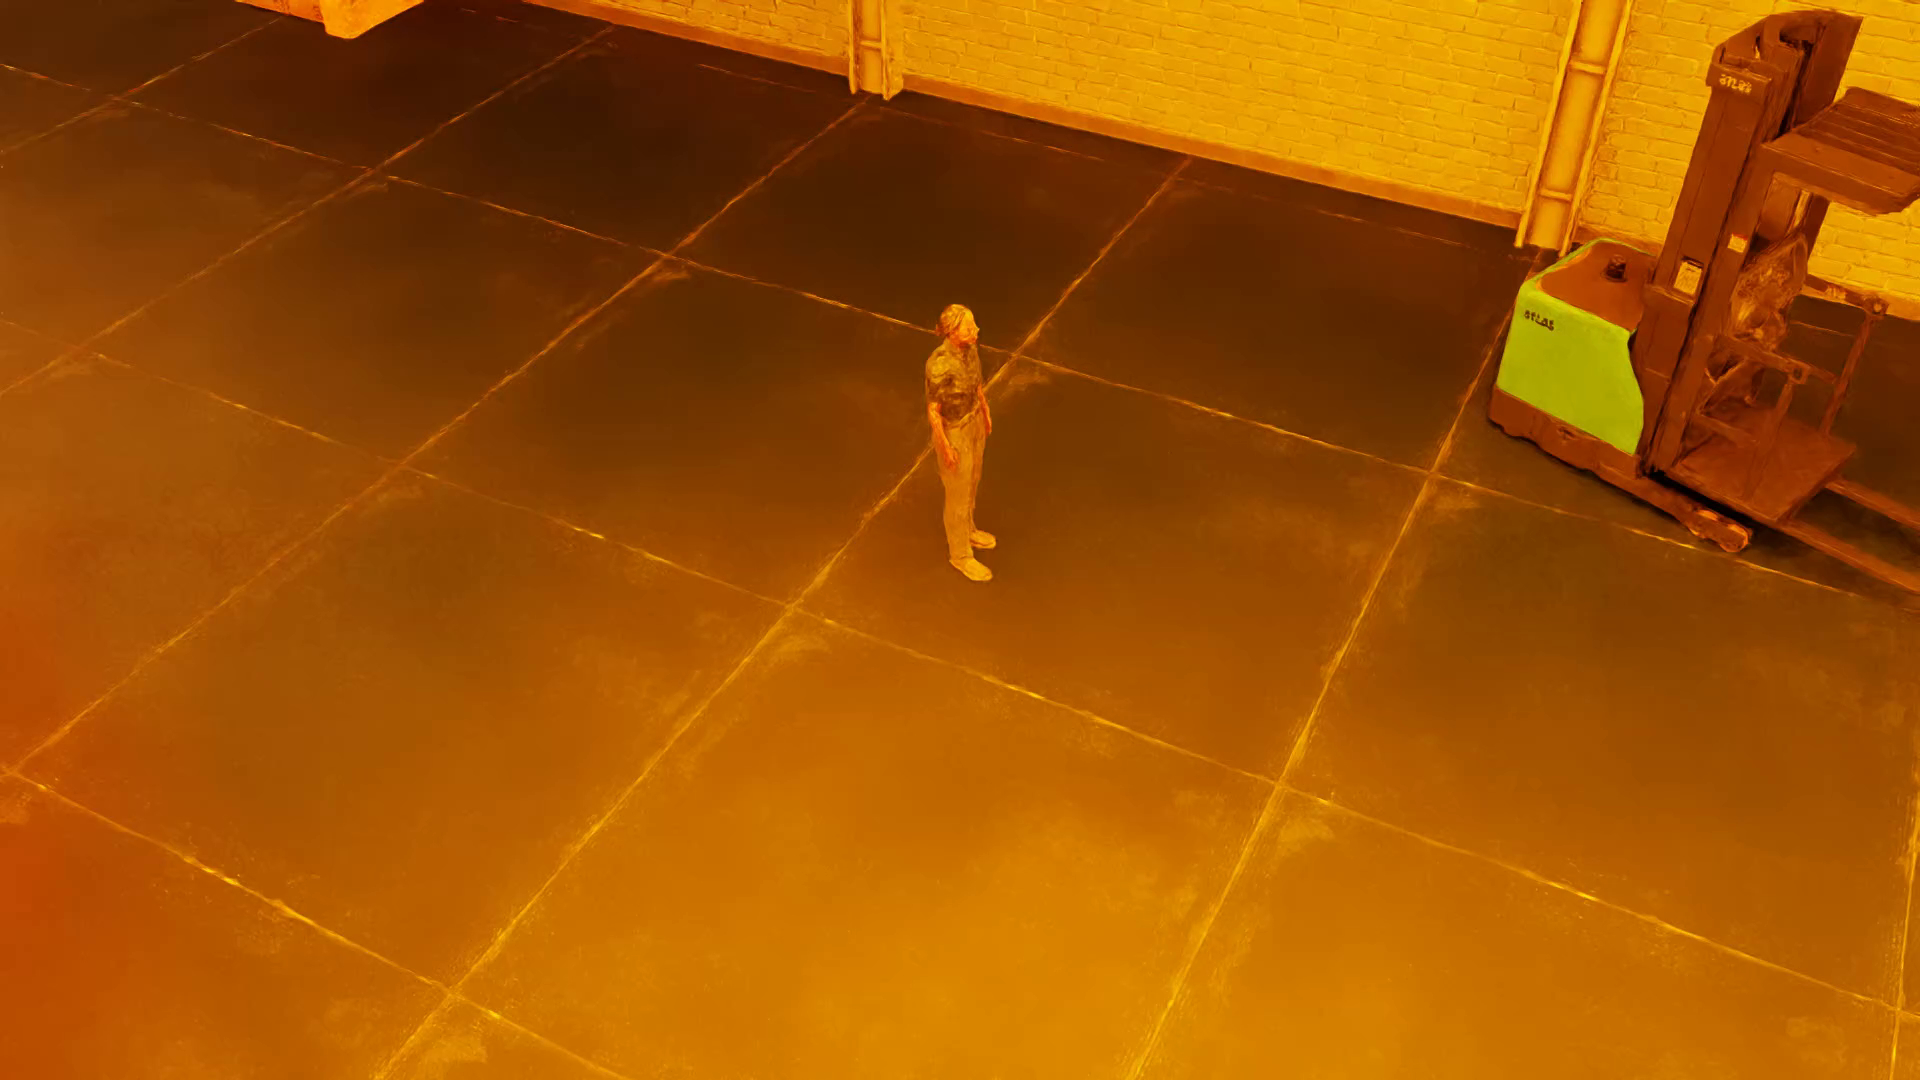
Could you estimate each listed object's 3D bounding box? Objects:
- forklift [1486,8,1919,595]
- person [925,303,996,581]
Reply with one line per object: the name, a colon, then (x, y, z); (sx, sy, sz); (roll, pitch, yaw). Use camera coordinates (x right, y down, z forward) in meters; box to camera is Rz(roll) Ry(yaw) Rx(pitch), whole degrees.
forklift: (4.898, -1.422, 9.675); (1.130, 2.935, 3.031); (-31, 49, -31)
person: (0.069, -0.601, 9.680); (0.503, 1.654, 0.570); (18, 43, 21)
